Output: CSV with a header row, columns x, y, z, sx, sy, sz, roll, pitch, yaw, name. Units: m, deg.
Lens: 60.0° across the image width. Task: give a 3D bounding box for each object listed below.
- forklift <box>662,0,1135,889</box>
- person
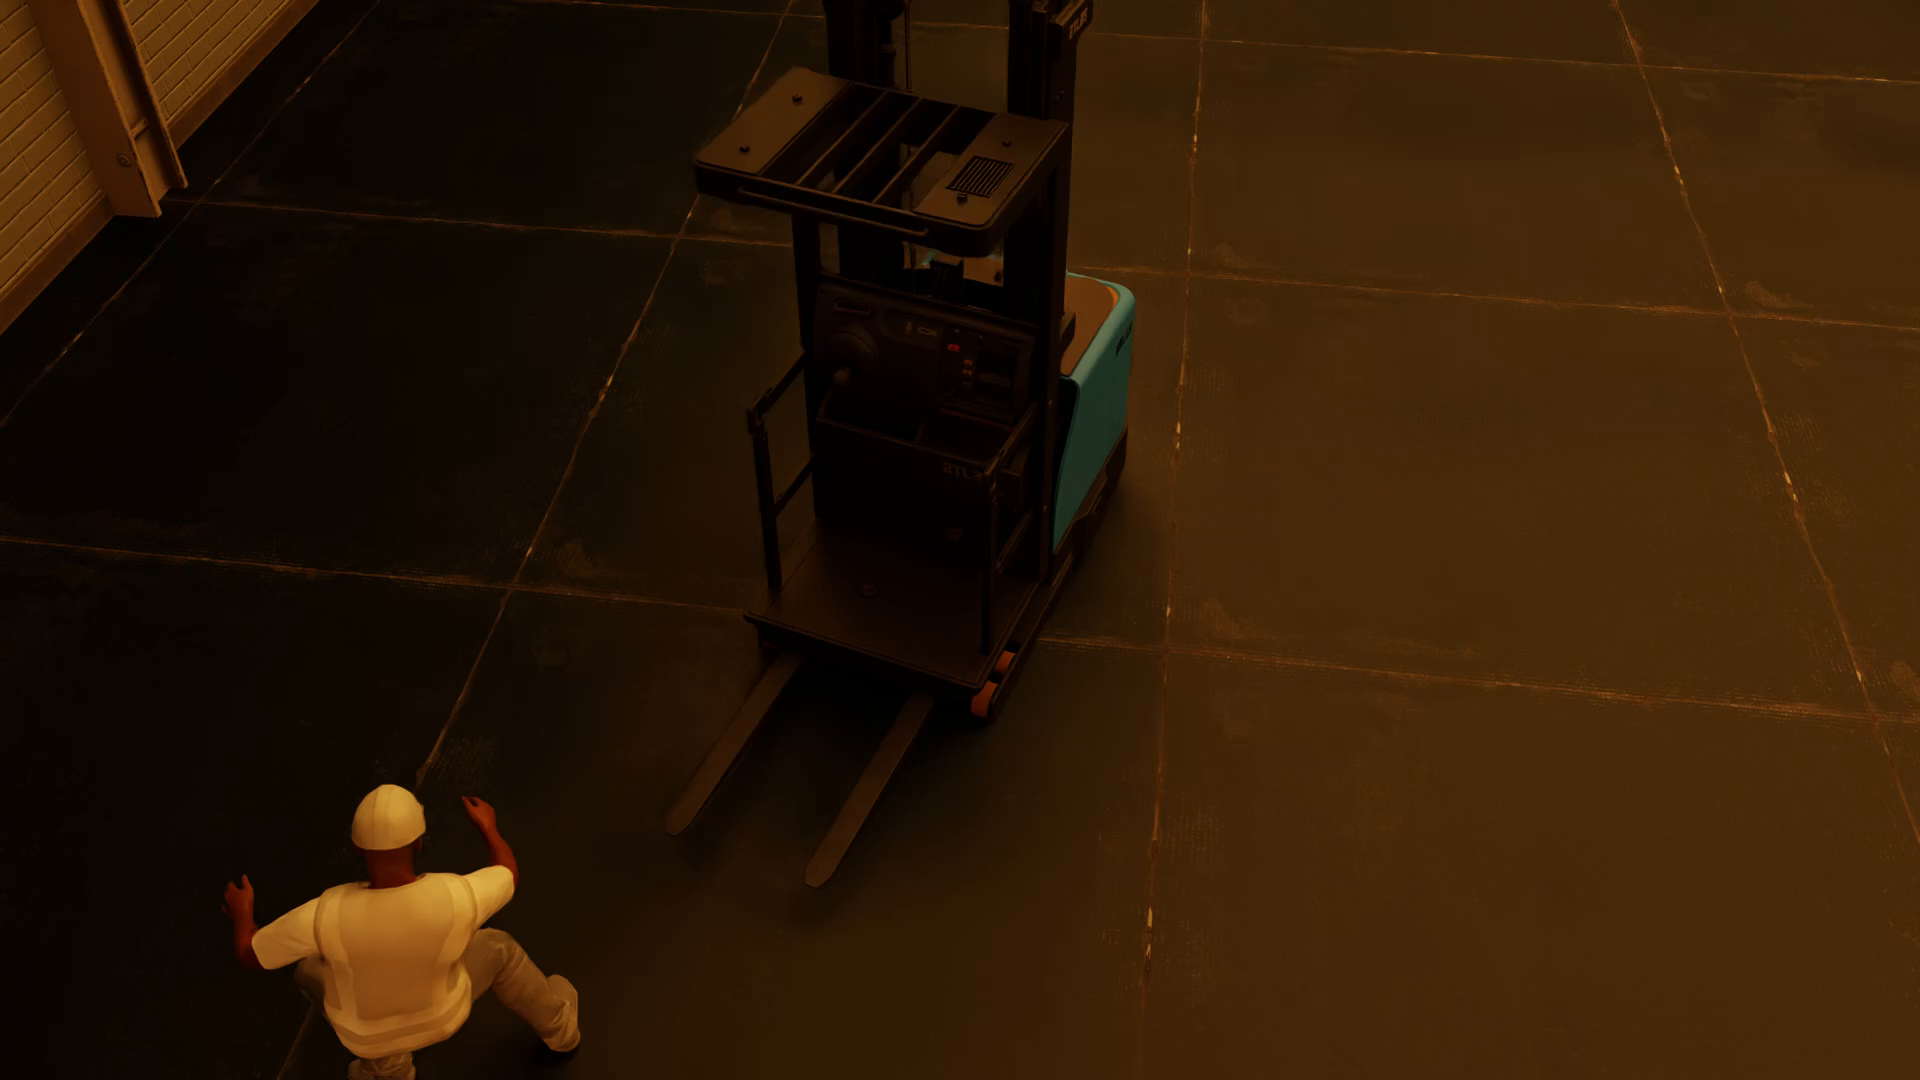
x,y,z,sx,sy,sz,roll,pitch,yaw,name
-0.236,-0.653,6.435,1.130,2.935,3.031,16,45,17,forklift
-1.815,1.273,5.358,0.964,1.560,0.777,-13,44,-13,person
